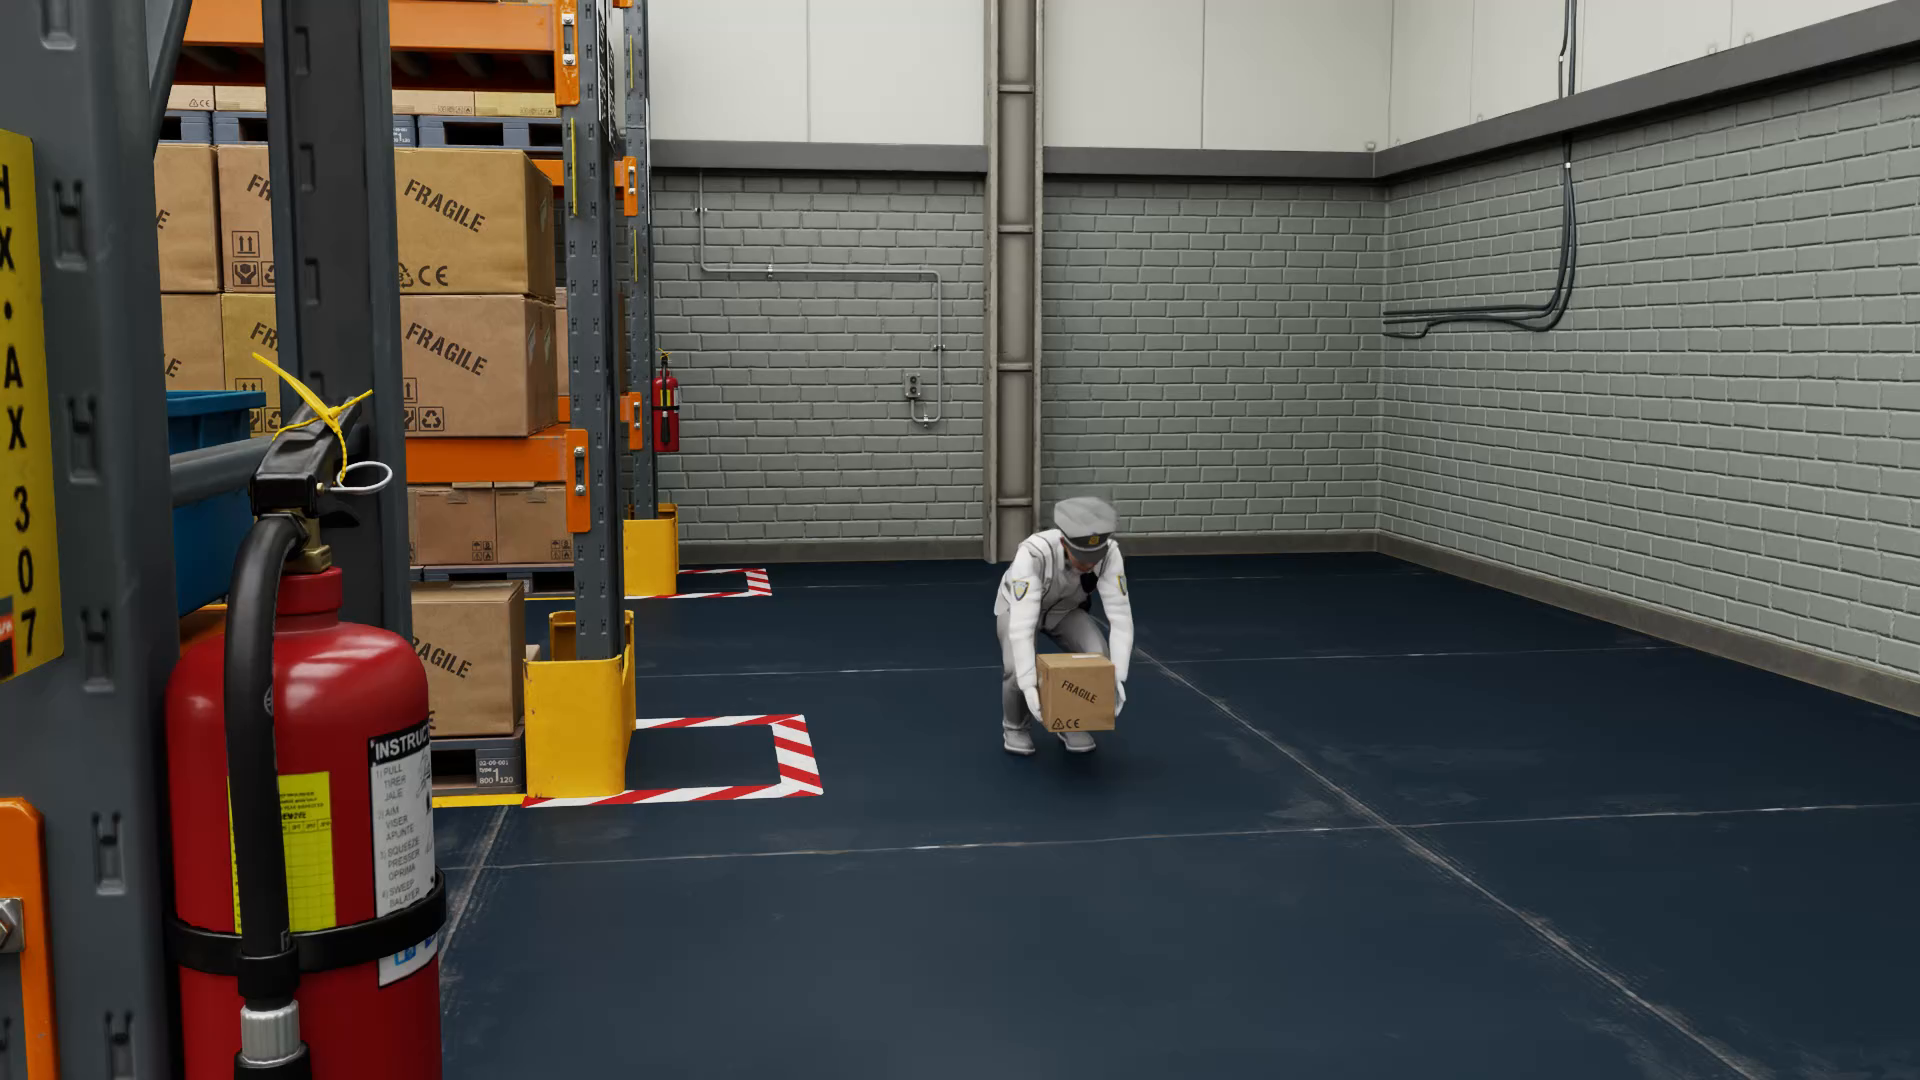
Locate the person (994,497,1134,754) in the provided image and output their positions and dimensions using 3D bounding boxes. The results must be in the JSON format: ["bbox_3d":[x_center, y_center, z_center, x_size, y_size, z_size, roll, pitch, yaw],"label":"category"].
[{"bbox_3d":[0.408,0.336,6.614,0.501,1.054,0.818,-1,7,-9],"label":"person"}]
